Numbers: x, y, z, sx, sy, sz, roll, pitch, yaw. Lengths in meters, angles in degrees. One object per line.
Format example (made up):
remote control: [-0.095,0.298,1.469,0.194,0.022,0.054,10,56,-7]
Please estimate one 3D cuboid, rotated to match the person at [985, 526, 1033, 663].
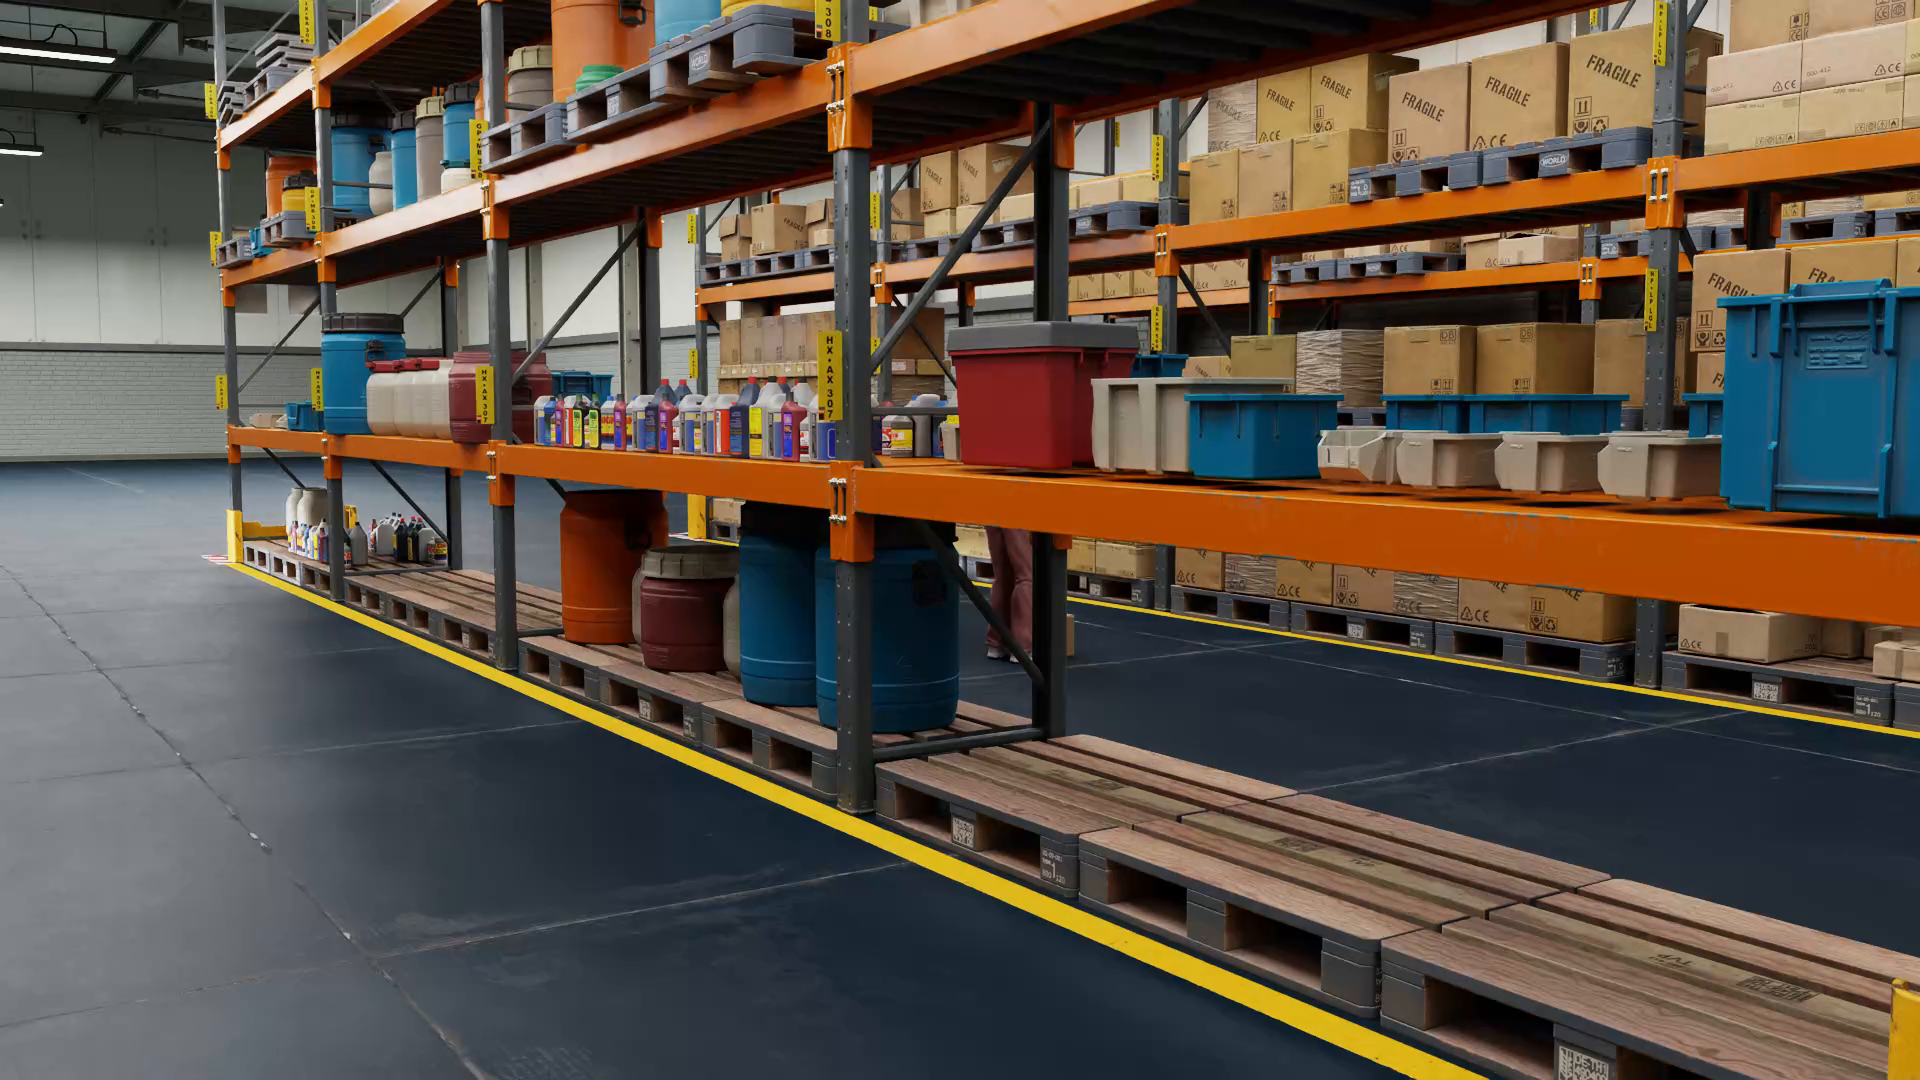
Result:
person: [0.328,-0.118,9.961,0.356,1.673,0.499,-3,6,-33]
